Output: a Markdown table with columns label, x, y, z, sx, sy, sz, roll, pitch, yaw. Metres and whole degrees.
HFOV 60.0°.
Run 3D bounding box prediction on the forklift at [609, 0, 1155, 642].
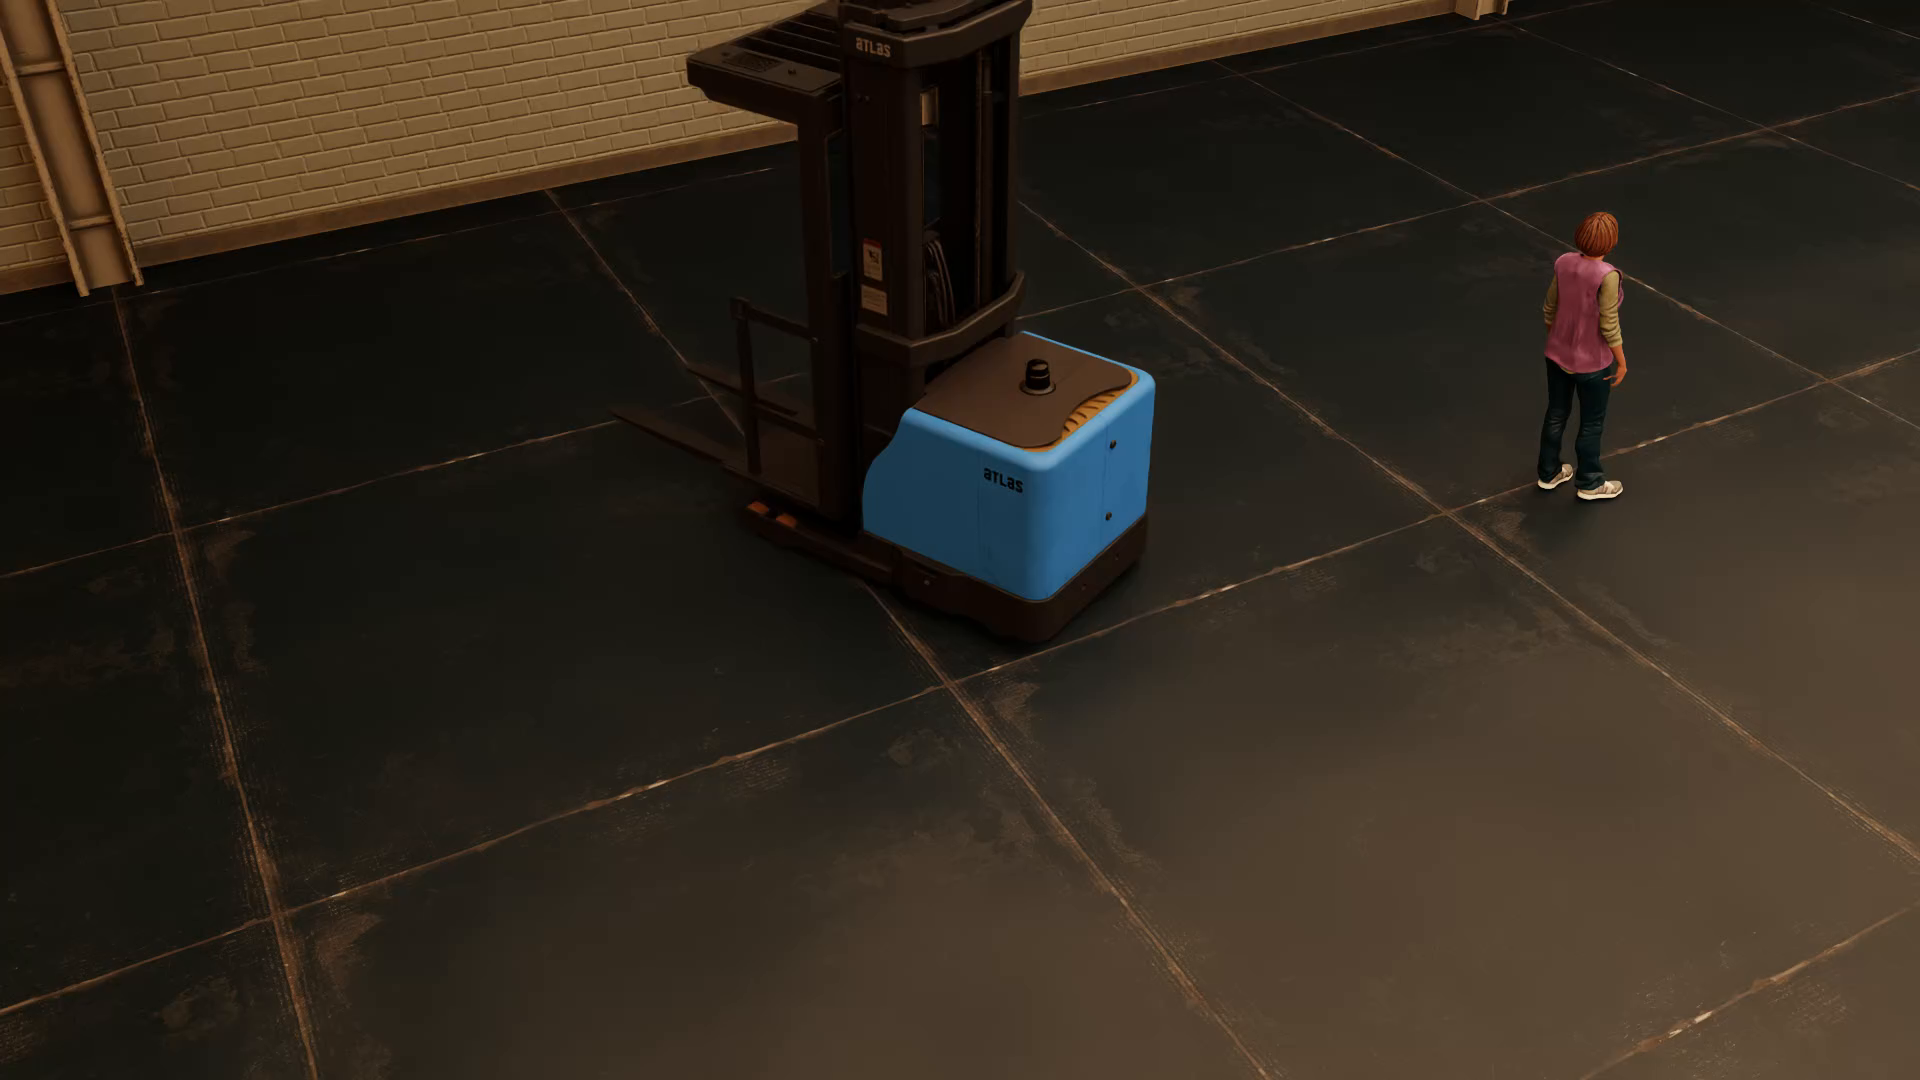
| label | x | y | z | sx | sy | sz | roll | pitch | yaw |
| --- | --- | --- | --- | --- | --- | --- | --- | --- | --- |
| forklift | -0.544 | -1.387 | 8.085 | 3.031 | 2.935 | 1.130 | 23 | 41 | 29 |

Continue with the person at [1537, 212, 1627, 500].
| label | x | y | z | sx | sy | sz | roll | pitch | yaw |
| --- | --- | --- | --- | --- | --- | --- | --- | --- | --- |
| person | 3.270 | -0.961 | 8.626 | 0.472 | 1.600 | 0.520 | -19 | 39 | -24 |
